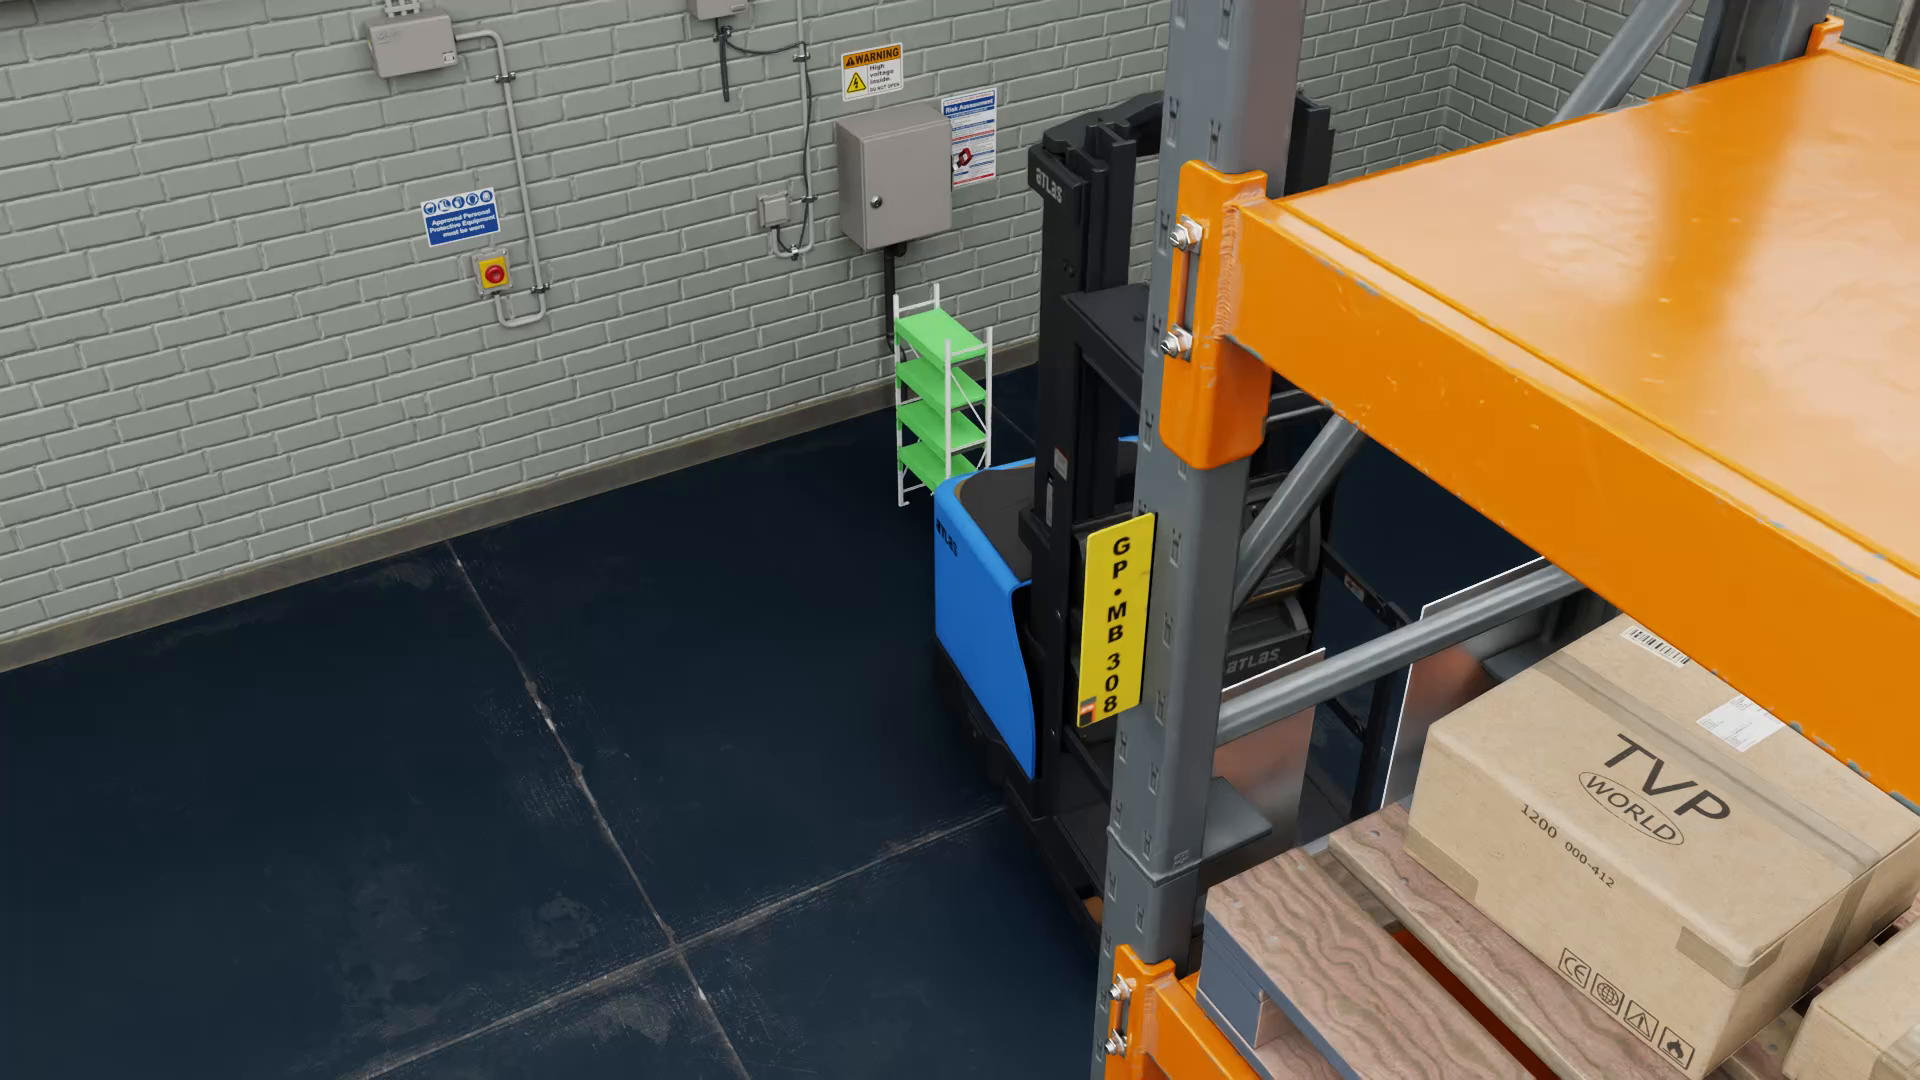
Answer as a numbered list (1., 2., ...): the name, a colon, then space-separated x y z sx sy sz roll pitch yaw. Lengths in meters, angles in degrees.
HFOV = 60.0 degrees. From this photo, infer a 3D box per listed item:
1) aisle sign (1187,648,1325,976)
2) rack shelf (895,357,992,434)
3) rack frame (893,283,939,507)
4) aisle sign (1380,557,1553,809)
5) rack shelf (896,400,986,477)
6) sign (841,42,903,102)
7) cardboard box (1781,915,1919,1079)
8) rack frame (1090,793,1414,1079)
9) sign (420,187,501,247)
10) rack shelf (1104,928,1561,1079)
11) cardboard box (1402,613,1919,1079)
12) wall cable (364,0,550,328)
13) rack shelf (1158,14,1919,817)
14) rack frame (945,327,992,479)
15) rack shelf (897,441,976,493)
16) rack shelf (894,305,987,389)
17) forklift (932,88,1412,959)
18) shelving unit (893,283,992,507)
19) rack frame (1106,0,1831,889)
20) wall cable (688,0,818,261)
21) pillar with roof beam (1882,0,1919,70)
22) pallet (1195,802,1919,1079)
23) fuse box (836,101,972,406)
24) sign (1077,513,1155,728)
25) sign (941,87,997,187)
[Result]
1. aisle sign: 0.401 0.546 2.756 0.394 0.787 0.004 -19 40 -24
2. rack shelf: -0.083 -0.711 7.908 0.258 0.148 0.480 -19 40 -24
3. rack frame: -0.206 -0.693 8.182 0.240 1.200 0.015 -19 40 -24
4. aisle sign: 0.919 0.368 2.999 0.394 0.787 0.004 -19 40 -24
5. rack shelf: -0.083 -0.517 8.049 0.258 0.148 0.480 -19 40 -24
6. sign: -0.428 -2.293 8.146 0.339 0.242 0.001 -19 40 -24
7. cardboard box: 1.271 0.619 2.088 0.380 0.149 0.250 -22 42 -27
8. rack frame: 0.688 1.546 3.590 1.000 3.000 0.127 -19 40 -24
9. sign: -2.238 -1.448 7.461 0.327 0.218 0.001 -19 40 -24
10. rack shelf: 1.692 1.645 1.521 1.077 0.370 4.000 -19 40 -24
11. cardboard box: 0.991 0.388 2.318 0.500 0.250 0.500 -23 42 -28
12. wall cable: -2.166 -1.745 7.209 0.585 1.953 0.123 -19 40 -24
13. rack shelf: 1.692 0.596 0.754 1.077 0.370 4.000 -19 40 -24
14. rack frame: 0.039 -0.445 7.841 0.240 1.200 0.015 -19 40 -24
15. rack shelf: -0.083 -0.324 8.191 0.258 0.148 0.480 -19 40 -24
16. rack shelf: -0.083 -0.905 7.766 0.258 0.148 0.480 -19 40 -24
17. forklift: 0.923 0.127 5.592 1.130 2.935 3.031 -14 38 -19
18. shelving unit: -0.083 -0.569 8.012 0.258 1.200 0.503 -19 40 -24
19. rack frame: 0.688 -0.876 1.820 1.000 3.000 0.127 -19 40 -24
20. wall cable: -0.945 -2.159 7.801 0.588 1.984 0.122 -19 40 -24
21. pillar with roof beam: 0.680 -2.716 4.339 9.100 9.000 0.400 -19 40 -24
22. pallet: 1.069 0.746 2.217 1.003 0.211 1.213 -19 40 -24
23. fuse box: -0.276 -1.350 8.648 0.539 1.711 0.414 -19 40 -24
24. sign: 0.205 0.111 2.203 0.100 0.325 0.005 -19 40 -24
25. sign: 0.047 -2.084 8.641 0.329 0.494 0.001 -19 40 -24
